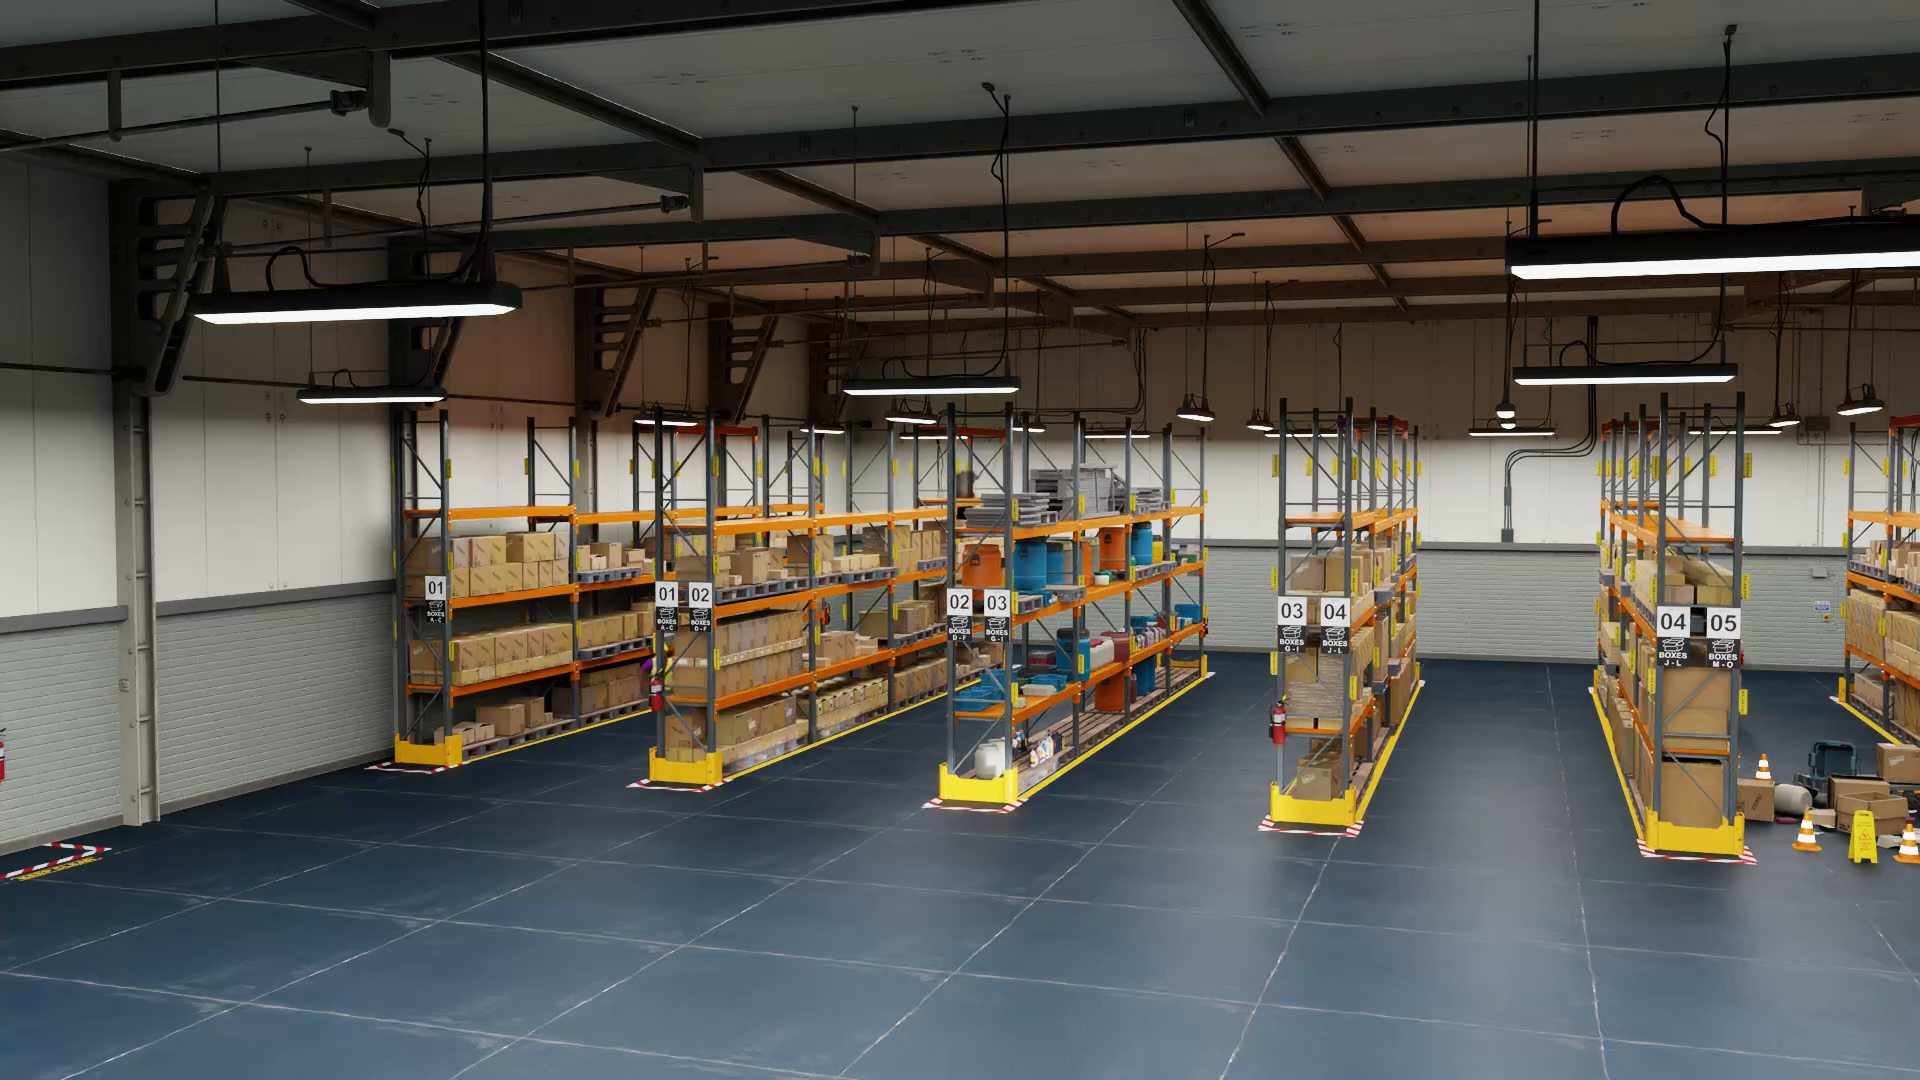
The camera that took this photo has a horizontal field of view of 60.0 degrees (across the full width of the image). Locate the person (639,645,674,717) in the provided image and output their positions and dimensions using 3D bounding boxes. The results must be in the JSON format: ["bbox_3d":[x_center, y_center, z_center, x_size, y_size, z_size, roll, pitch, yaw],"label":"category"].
[{"bbox_3d":[-5.622,2.809,31.203,0.776,1.719,0.541,0,2,-6],"label":"person"}]

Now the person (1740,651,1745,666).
[{"bbox_3d":[15.215,2.725,33.003,0.660,1.695,0.926,1,3,16],"label":"person"}]
